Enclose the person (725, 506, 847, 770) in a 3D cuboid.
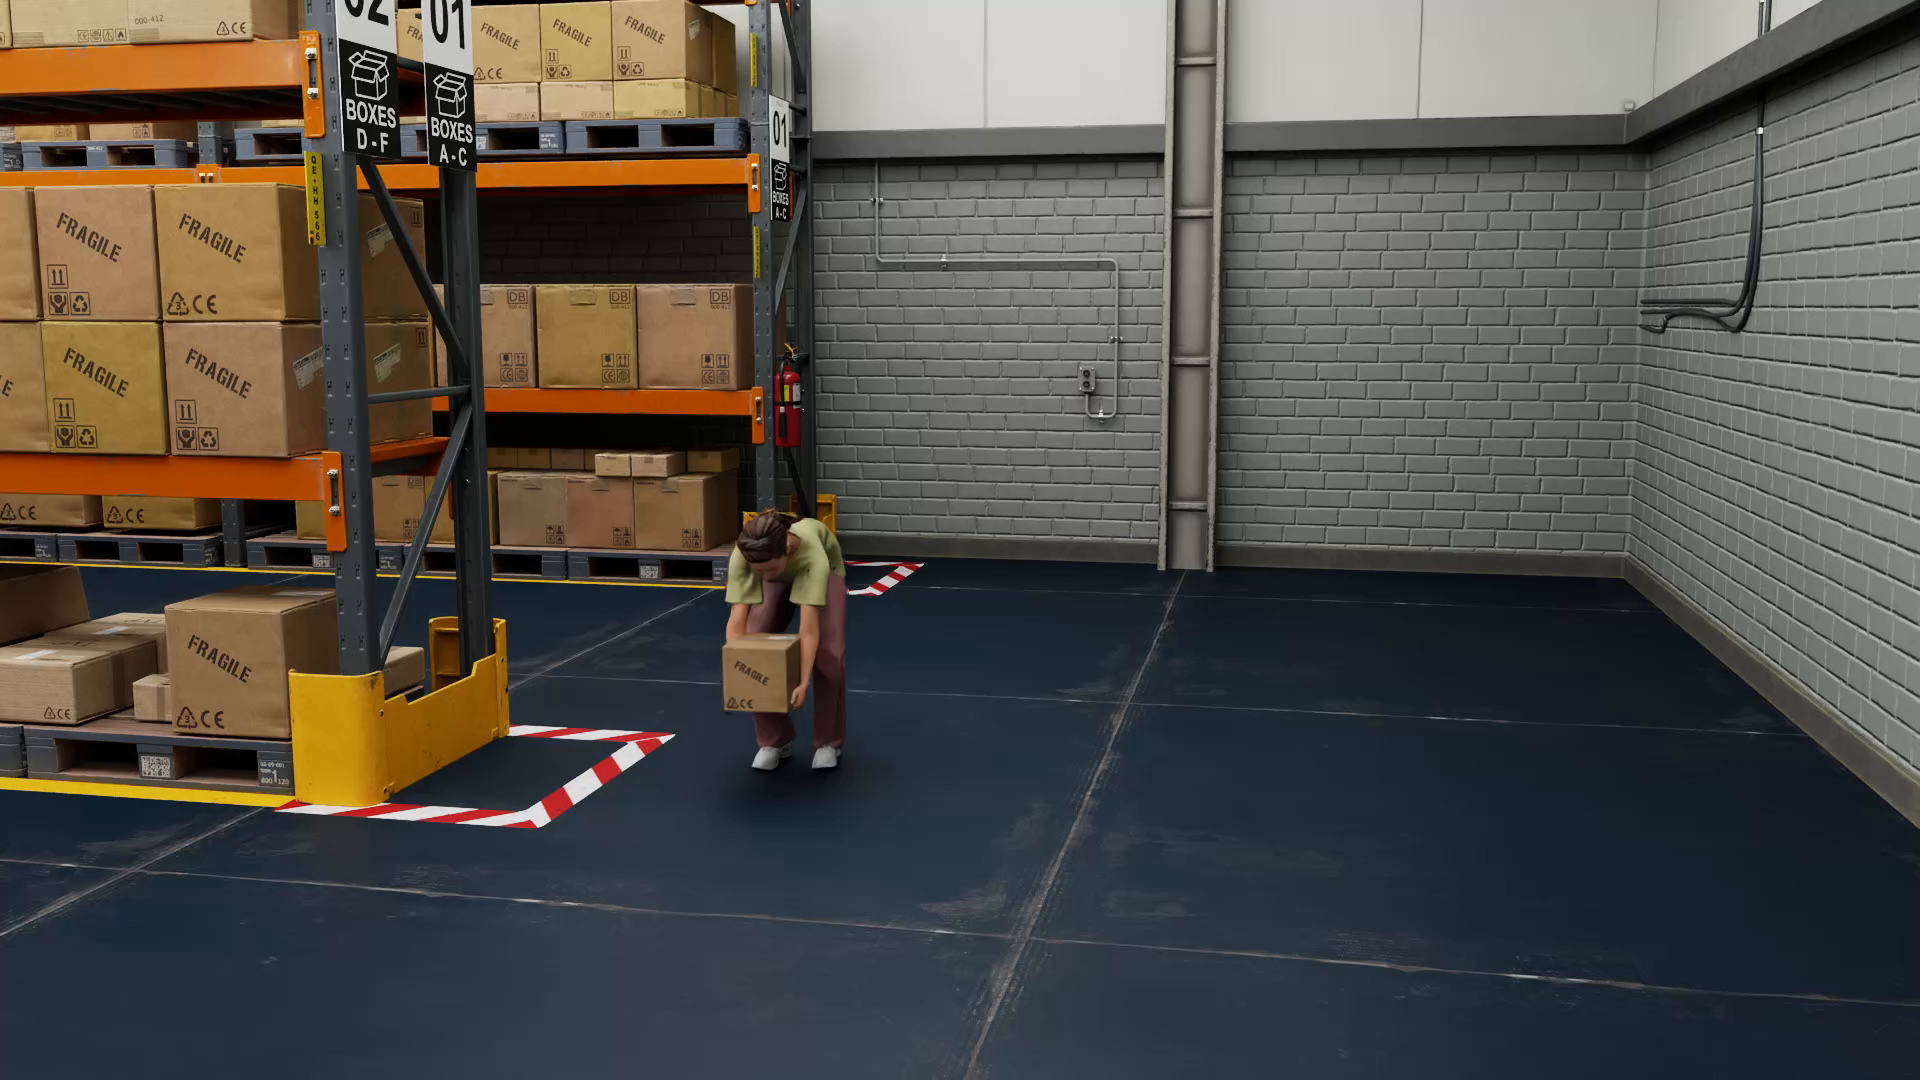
[{"bbox_3d":[-0.688,0.392,6.597,0.448,1.104,0.860,1,8,9],"label":"person"}]
